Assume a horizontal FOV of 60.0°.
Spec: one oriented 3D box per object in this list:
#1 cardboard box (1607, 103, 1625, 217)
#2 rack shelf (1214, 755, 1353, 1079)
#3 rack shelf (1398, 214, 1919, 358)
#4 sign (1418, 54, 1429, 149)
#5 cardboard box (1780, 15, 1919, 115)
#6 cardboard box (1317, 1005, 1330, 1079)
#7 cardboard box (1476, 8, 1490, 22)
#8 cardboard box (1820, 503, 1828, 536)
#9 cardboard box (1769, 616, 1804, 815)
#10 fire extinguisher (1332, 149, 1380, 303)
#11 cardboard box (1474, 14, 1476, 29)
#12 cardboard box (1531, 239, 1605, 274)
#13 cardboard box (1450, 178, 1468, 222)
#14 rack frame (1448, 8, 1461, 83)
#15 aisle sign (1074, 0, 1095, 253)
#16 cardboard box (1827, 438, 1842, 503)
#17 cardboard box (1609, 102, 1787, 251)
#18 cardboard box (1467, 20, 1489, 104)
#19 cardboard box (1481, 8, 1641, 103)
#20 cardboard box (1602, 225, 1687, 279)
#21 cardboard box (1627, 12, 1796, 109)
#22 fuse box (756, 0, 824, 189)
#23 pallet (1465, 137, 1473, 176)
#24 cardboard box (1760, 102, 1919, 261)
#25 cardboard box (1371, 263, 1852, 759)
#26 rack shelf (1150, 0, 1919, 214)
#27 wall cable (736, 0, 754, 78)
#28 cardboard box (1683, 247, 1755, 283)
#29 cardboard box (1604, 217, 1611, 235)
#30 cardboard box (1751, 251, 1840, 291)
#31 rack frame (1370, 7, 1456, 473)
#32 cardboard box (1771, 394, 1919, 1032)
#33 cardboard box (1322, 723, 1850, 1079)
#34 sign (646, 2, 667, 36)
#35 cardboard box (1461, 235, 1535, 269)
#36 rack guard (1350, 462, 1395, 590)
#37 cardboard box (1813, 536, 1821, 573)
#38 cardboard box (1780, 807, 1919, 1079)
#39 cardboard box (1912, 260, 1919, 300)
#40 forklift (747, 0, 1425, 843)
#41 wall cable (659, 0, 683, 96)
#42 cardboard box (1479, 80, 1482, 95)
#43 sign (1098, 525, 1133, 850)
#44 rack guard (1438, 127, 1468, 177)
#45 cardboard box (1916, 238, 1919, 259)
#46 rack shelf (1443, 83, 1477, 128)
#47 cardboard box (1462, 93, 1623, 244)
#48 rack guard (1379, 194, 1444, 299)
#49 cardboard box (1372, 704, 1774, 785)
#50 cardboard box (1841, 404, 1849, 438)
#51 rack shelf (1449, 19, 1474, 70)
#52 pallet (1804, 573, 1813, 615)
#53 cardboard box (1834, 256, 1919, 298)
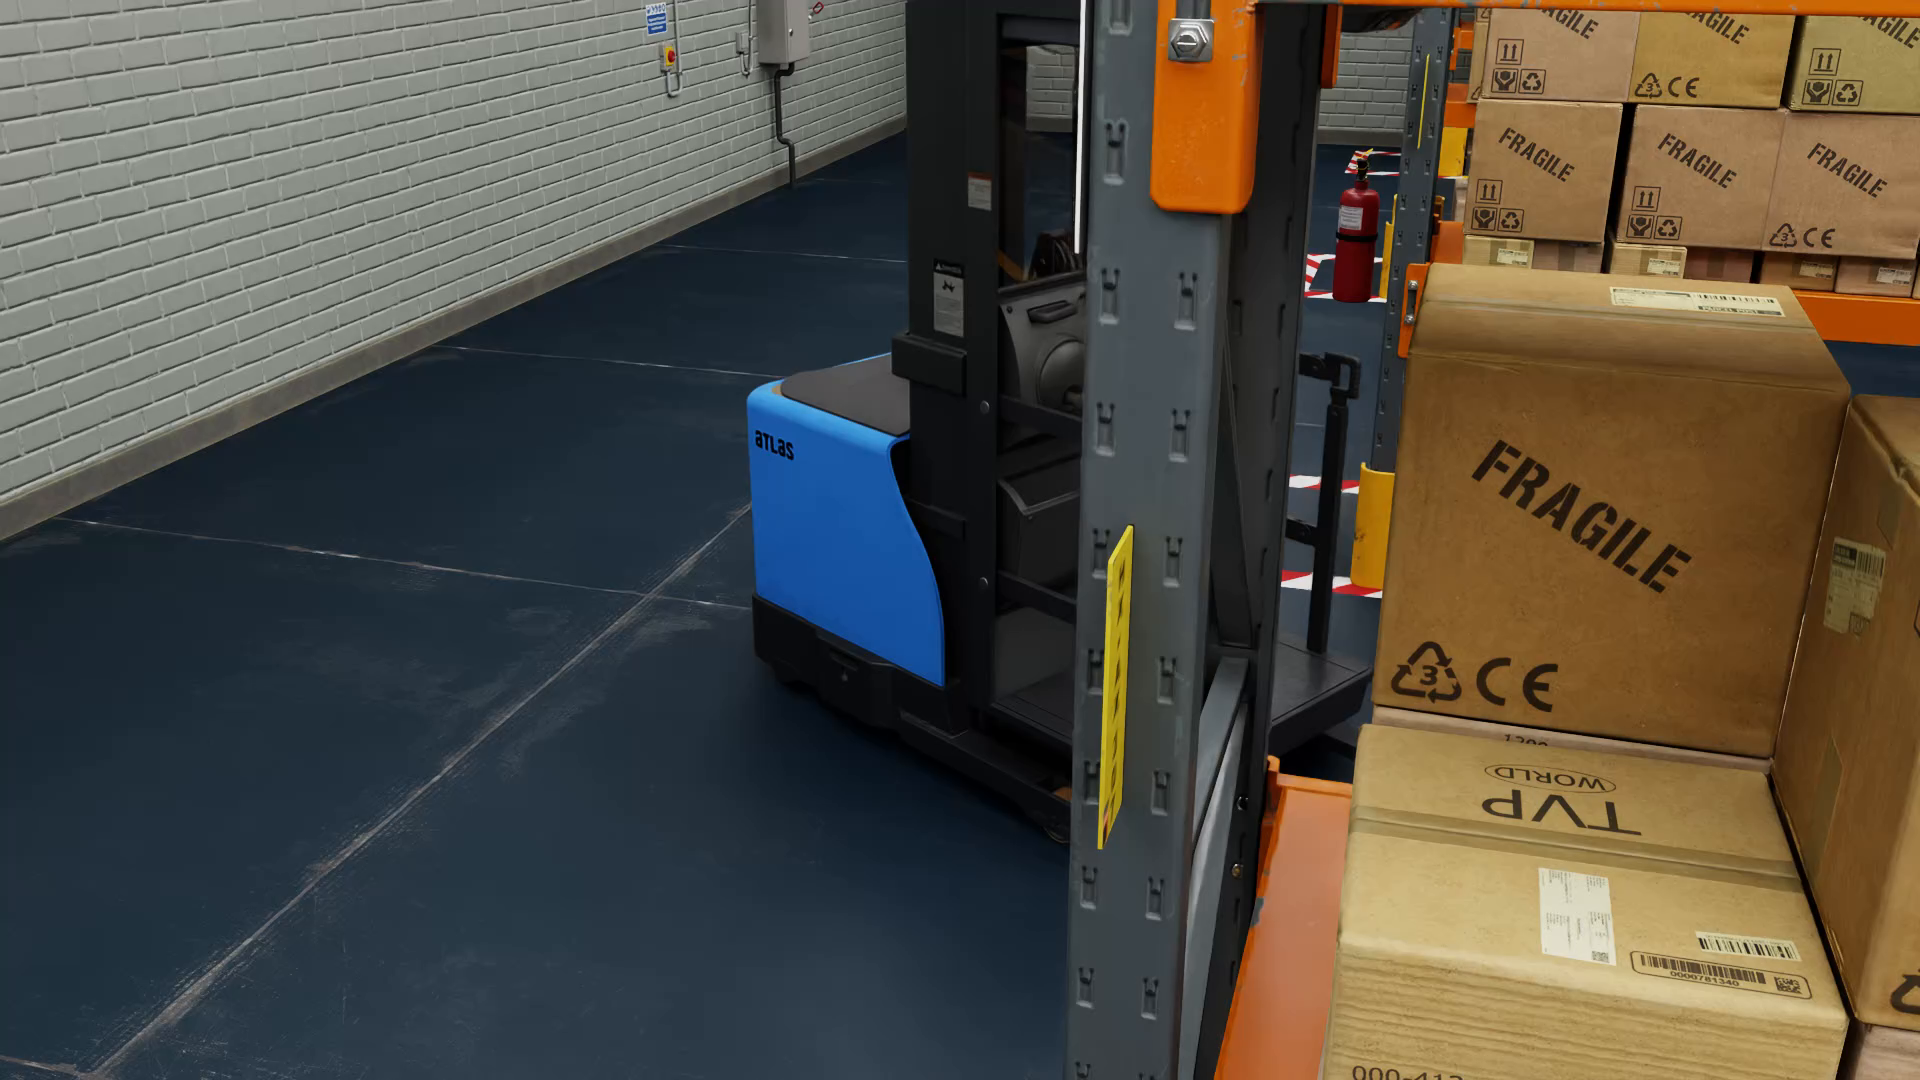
[{"bbox_3d":[2.850,-1.572,6.625,0.500,0.500,0.500,6,23,15],"label":"cardboard box"},{"bbox_3d":[2.240,0.941,1.971,4.000,0.370,1.077,7,23,16],"label":"rack shelf"},{"bbox_3d":[3.769,-0.850,6.337,4.000,0.370,1.077,7,23,16],"label":"rack shelf"},{"bbox_3d":[1.698,-1.605,6.090,0.005,0.325,0.100,7,23,16],"label":"sign"},{"bbox_3d":[3.184,-1.785,5.827,0.500,0.500,0.500,6,23,14],"label":"cardboard box"},{"bbox_3d":[0.569,0.664,2.029,0.250,0.149,0.380,7,23,16],"label":"cardboard box"},{"bbox_3d":[3.565,-3.564,10.557,0.500,0.500,0.500,6,23,14],"label":"cardboard box"},{"bbox_3d":[3.283,-0.157,6.511,0.250,0.149,0.380,5,23,13],"label":"cardboard box"},{"bbox_3d":[1.351,0.333,2.310,0.500,0.250,0.500,6,23,15],"label":"cardboard box"},{"bbox_3d":[1.746,-1.389,7.297,0.183,0.674,0.296,7,23,16],"label":"fire extinguisher"},{"bbox_3d":[4.853,-4.763,15.261,0.250,0.149,0.380,6,23,15],"label":"cardboard box"},{"bbox_3d":[2.325,-1.118,6.374,0.250,0.149,0.380,7,23,17],"label":"cardboard box"},{"bbox_3d":[3.848,-2.184,11.465,0.875,0.438,0.875,6,23,14],"label":"cardboard box"},{"bbox_3d":[4.618,-5.015,15.544,0.127,3.000,1.000,7,23,16],"label":"rack frame"},{"bbox_3d":[0.169,-0.712,1.629,0.004,0.787,0.394,7,23,16],"label":"aisle sign"},{"bbox_3d":[3.285,-0.280,6.419,0.250,0.149,0.380,7,23,18],"label":"cardboard box"},{"bbox_3d":[2.724,-1.387,6.174,0.500,0.500,0.500,7,23,16],"label":"cardboard box"},{"bbox_3d":[3.564,-3.101,10.745,0.500,0.500,0.500,6,23,15],"label":"cardboard box"},{"bbox_3d":[2.207,-1.903,6.115,0.500,0.500,0.500,6,23,15],"label":"cardboard box"},{"bbox_3d":[2.567,-1.069,6.255,0.250,0.149,0.380,6,23,14],"label":"cardboard box"},{"bbox_3d":[2.692,-1.850,5.986,0.500,0.500,0.500,7,23,17],"label":"cardboard box"},{"bbox_3d":[-1.471,-3.972,14.699,0.414,1.711,0.539,7,23,16],"label":"fuse box"},{"bbox_3d":[5.454,-3.630,15.841,1.213,0.211,1.003,7,23,16],"label":"pallet"},{"bbox_3d":[3.189,-1.328,6.032,0.500,0.500,0.500,7,23,16],"label":"cardboard box"},{"bbox_3d":[0.867,-0.068,2.301,0.500,0.500,0.500,7,23,16],"label":"cardboard box"},{"bbox_3d":[2.240,-0.447,1.402,4.000,0.370,1.077,7,23,16],"label":"rack shelf"},{"bbox_3d":[-1.819,-4.808,13.699,0.122,1.984,0.588,7,23,16],"label":"wall cable"},{"bbox_3d":[2.855,-1.091,6.307,0.250,0.149,0.380,8,24,18],"label":"cardboard box"},{"bbox_3d":[2.720,-1.290,6.793,0.250,0.149,0.380,6,23,15],"label":"cardboard box"},{"bbox_3d":[3.108,-1.052,6.213,0.250,0.149,0.380,6,23,15],"label":"cardboard box"},{"bbox_3d":[1.854,-1.402,6.735,0.127,3.000,1.000,7,23,16],"label":"rack frame"},{"bbox_3d":[1.185,0.180,1.697,0.500,0.500,0.500,6,23,14],"label":"cardboard box"},{"bbox_3d":[0.706,0.472,1.973,0.500,0.250,0.500,6,23,14],"label":"cardboard box"},{"bbox_3d":[-2.290,-3.935,12.555,0.001,0.218,0.327,7,23,16],"label":"sign"},{"bbox_3d":[2.070,-1.131,6.406,0.250,0.149,0.380,6,23,15],"label":"cardboard box"},{"bbox_3d":[1.927,-0.237,7.189,0.348,0.500,1.175,7,23,16],"label":"rack guard"},{"bbox_3d":[3.262,-0.019,6.566,0.250,0.149,0.380,7,23,16],"label":"cardboard box"},{"bbox_3d":[1.206,0.526,1.840,0.500,0.250,0.500,6,23,15],"label":"cardboard box"},{"bbox_3d":[3.578,-0.979,6.034,0.250,0.149,0.380,7,23,17],"label":"cardboard box"},{"bbox_3d":[0.624,-0.606,4.885,1.130,2.935,3.031,-20,29,-39],"label":"forklift"},{"bbox_3d":[-2.218,-4.306,12.434,0.123,1.953,0.585,7,23,16],"label":"wall cable"},{"bbox_3d":[2.359,-1.630,6.767,0.500,0.500,0.500,7,23,17],"label":"cardboard box"},{"bbox_3d":[0.159,0.153,1.699,0.005,0.325,0.100,7,23,16],"label":"sign"},{"bbox_3d":[4.690,-3.850,15.998,0.348,0.500,1.175,7,23,16],"label":"rack guard"},{"bbox_3d":[3.679,-1.275,5.902,0.500,0.500,0.500,6,23,14],"label":"cardboard box"},{"bbox_3d":[5.102,-2.659,10.749,4.000,0.370,1.077,7,23,16],"label":"rack shelf"},{"bbox_3d":[2.204,-1.436,6.295,0.500,0.500,0.500,8,24,18],"label":"cardboard box"},{"bbox_3d":[3.164,-2.058,11.627,0.348,0.500,1.175,7,23,16],"label":"rack guard"},{"bbox_3d":[0.865,0.278,2.446,0.500,0.250,0.500,6,23,15],"label":"cardboard box"},{"bbox_3d":[3.666,-0.426,6.775,0.250,0.149,0.380,6,23,14],"label":"cardboard box"},{"bbox_3d":[6.532,-4.463,15.146,4.000,0.370,1.077,7,23,16],"label":"rack shelf"},{"bbox_3d":[3.859,0.133,6.668,1.213,0.211,1.003,7,23,16],"label":"pallet"},{"bbox_3d":[3.336,-1.015,6.122,0.250,0.149,0.380,6,23,14],"label":"cardboard box"}]
